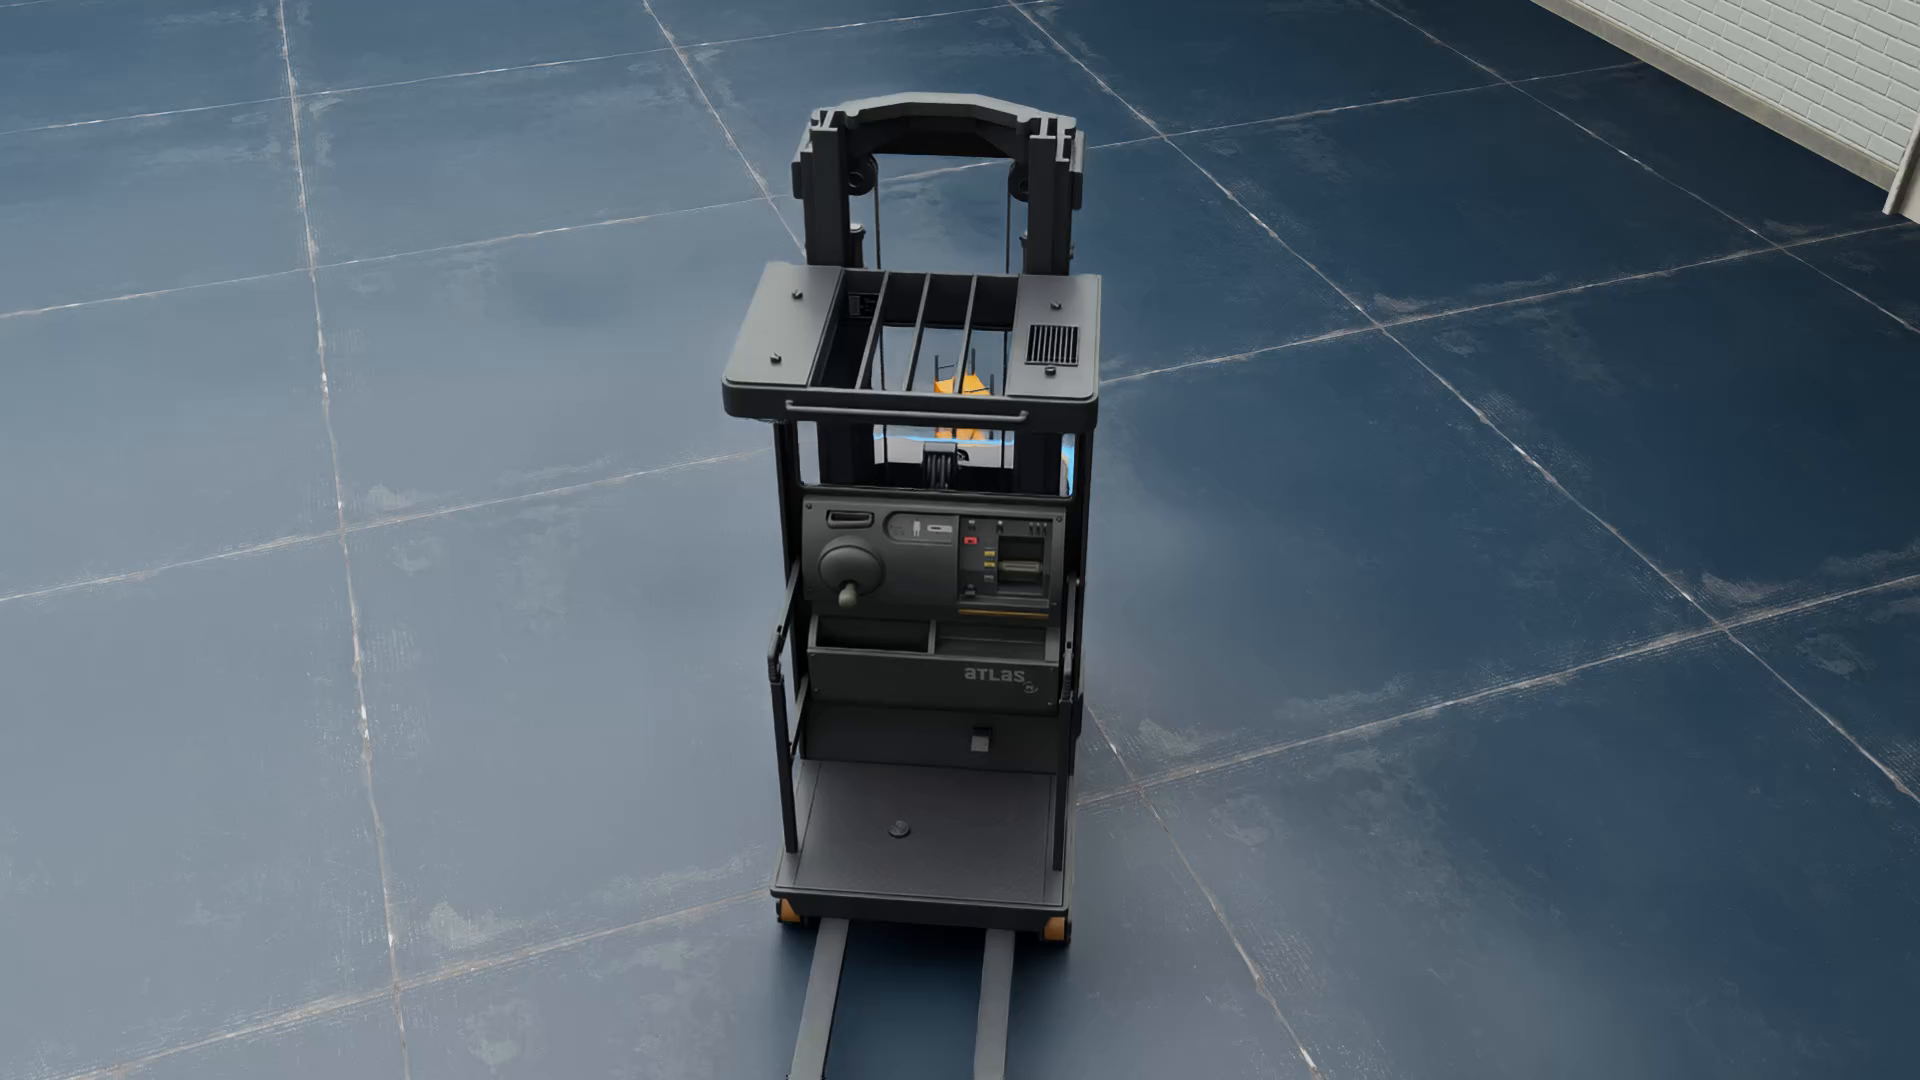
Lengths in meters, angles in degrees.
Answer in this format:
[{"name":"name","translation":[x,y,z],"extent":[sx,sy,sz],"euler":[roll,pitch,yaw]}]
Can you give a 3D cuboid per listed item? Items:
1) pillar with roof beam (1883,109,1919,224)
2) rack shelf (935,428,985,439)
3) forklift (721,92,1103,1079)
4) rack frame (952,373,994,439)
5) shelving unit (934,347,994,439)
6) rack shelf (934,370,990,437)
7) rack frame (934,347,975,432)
[{"name":"pillar with roof beam","translation":[2.417,-4.852,7.272],"extent":[9.100,9.000,0.400],"euler":[-12,39,-16]},{"name":"rack shelf","translation":[0.018,-0.381,7.961],"extent":[0.215,0.259,0.240],"euler":[-12,39,-16]},{"name":"forklift","translation":[-0.111,0.130,5.702],"extent":[1.130,2.935,3.031],"euler":[3,37,4]},{"name":"rack frame","translation":[0.060,-0.320,7.863],"extent":[0.200,1.050,0.008],"euler":[-12,39,-16]},{"name":"shelving unit","translation":[0.018,-0.389,7.954],"extent":[0.215,1.050,0.252],"euler":[-12,39,-16]},{"name":"rack shelf","translation":[0.018,-0.607,7.790],"extent":[0.215,0.259,0.240],"euler":[-12,39,-16]},{"name":"rack frame","translation":[-0.024,-0.458,8.046],"extent":[0.200,1.050,0.008],"euler":[-12,39,-16]}]
